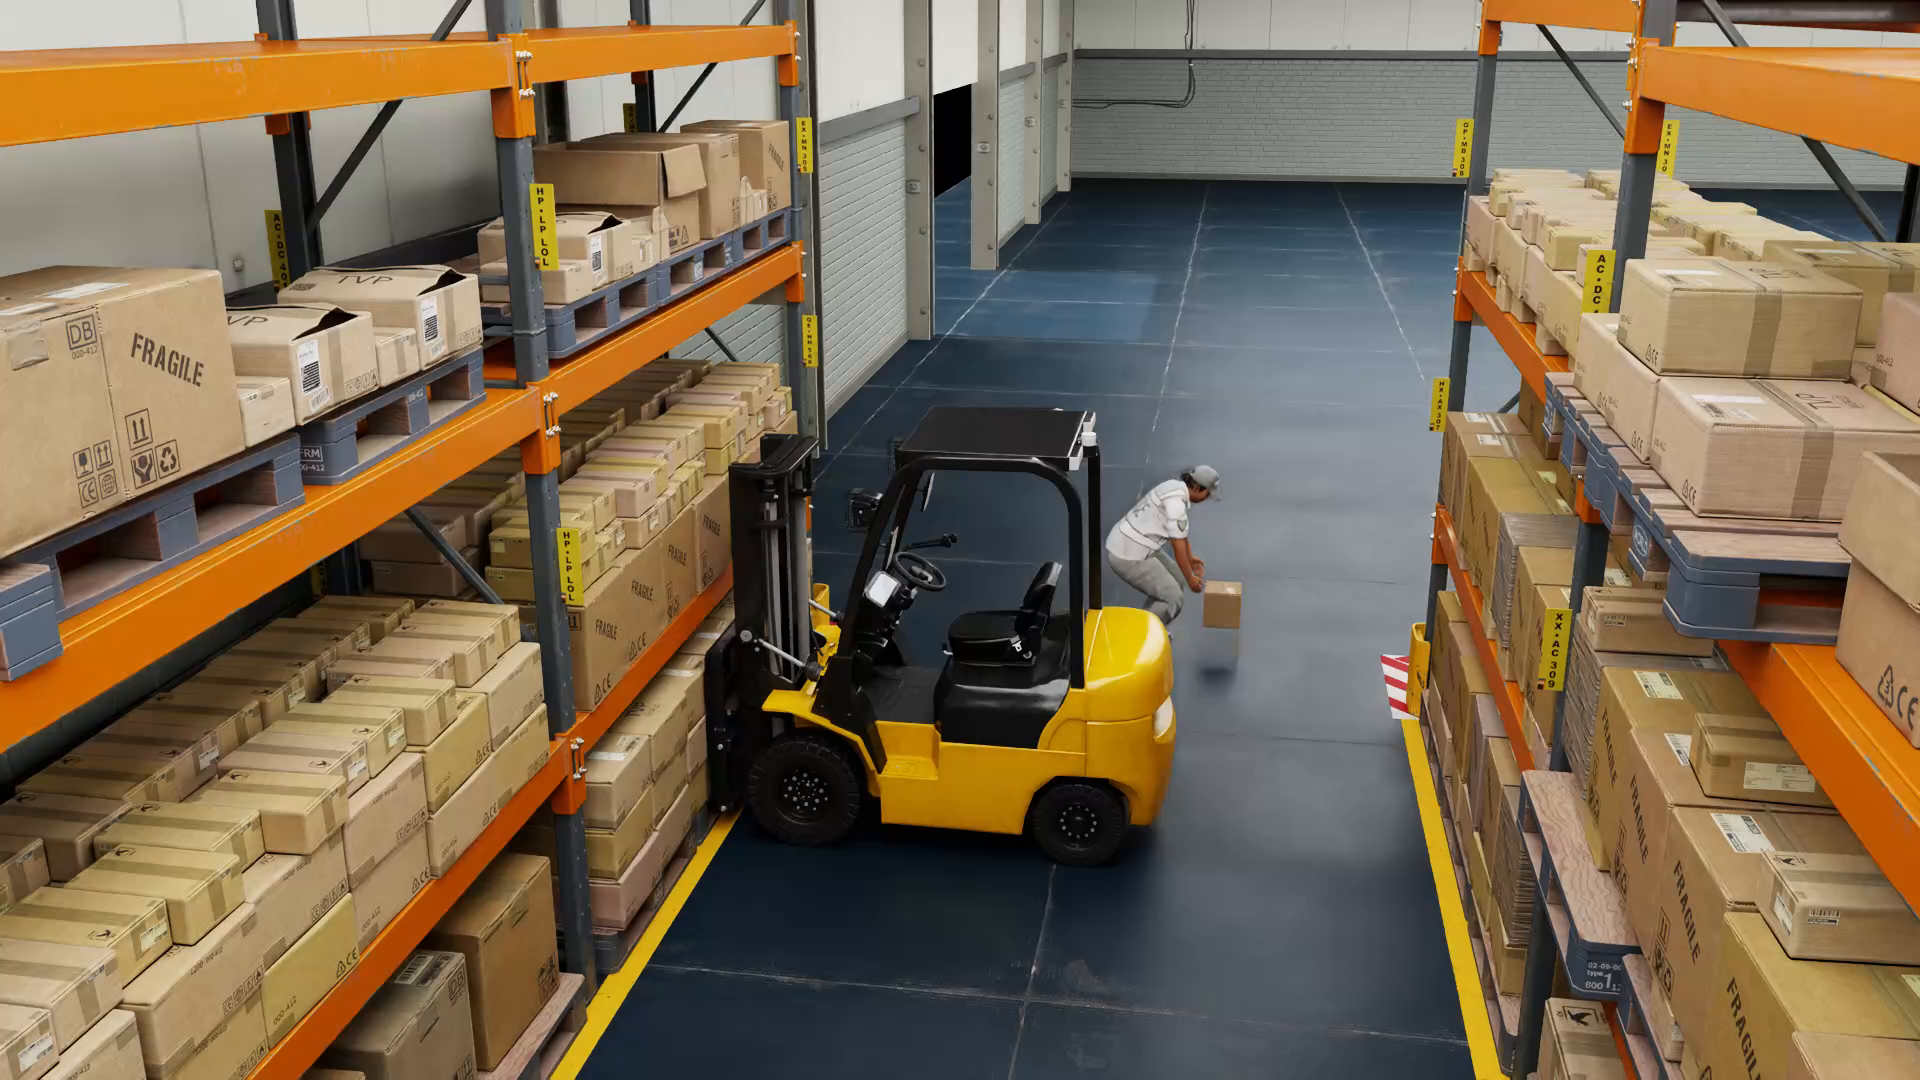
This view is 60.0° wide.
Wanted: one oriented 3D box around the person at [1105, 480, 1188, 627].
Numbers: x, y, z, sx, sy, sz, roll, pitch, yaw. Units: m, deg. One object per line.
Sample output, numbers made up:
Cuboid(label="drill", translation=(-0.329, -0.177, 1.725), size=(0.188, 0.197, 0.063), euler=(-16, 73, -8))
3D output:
Cuboid(label="person", translation=(1.262, 0.135, 11.326), size=(0.549, 1.126, 0.494), euler=(3, 18, 9))
